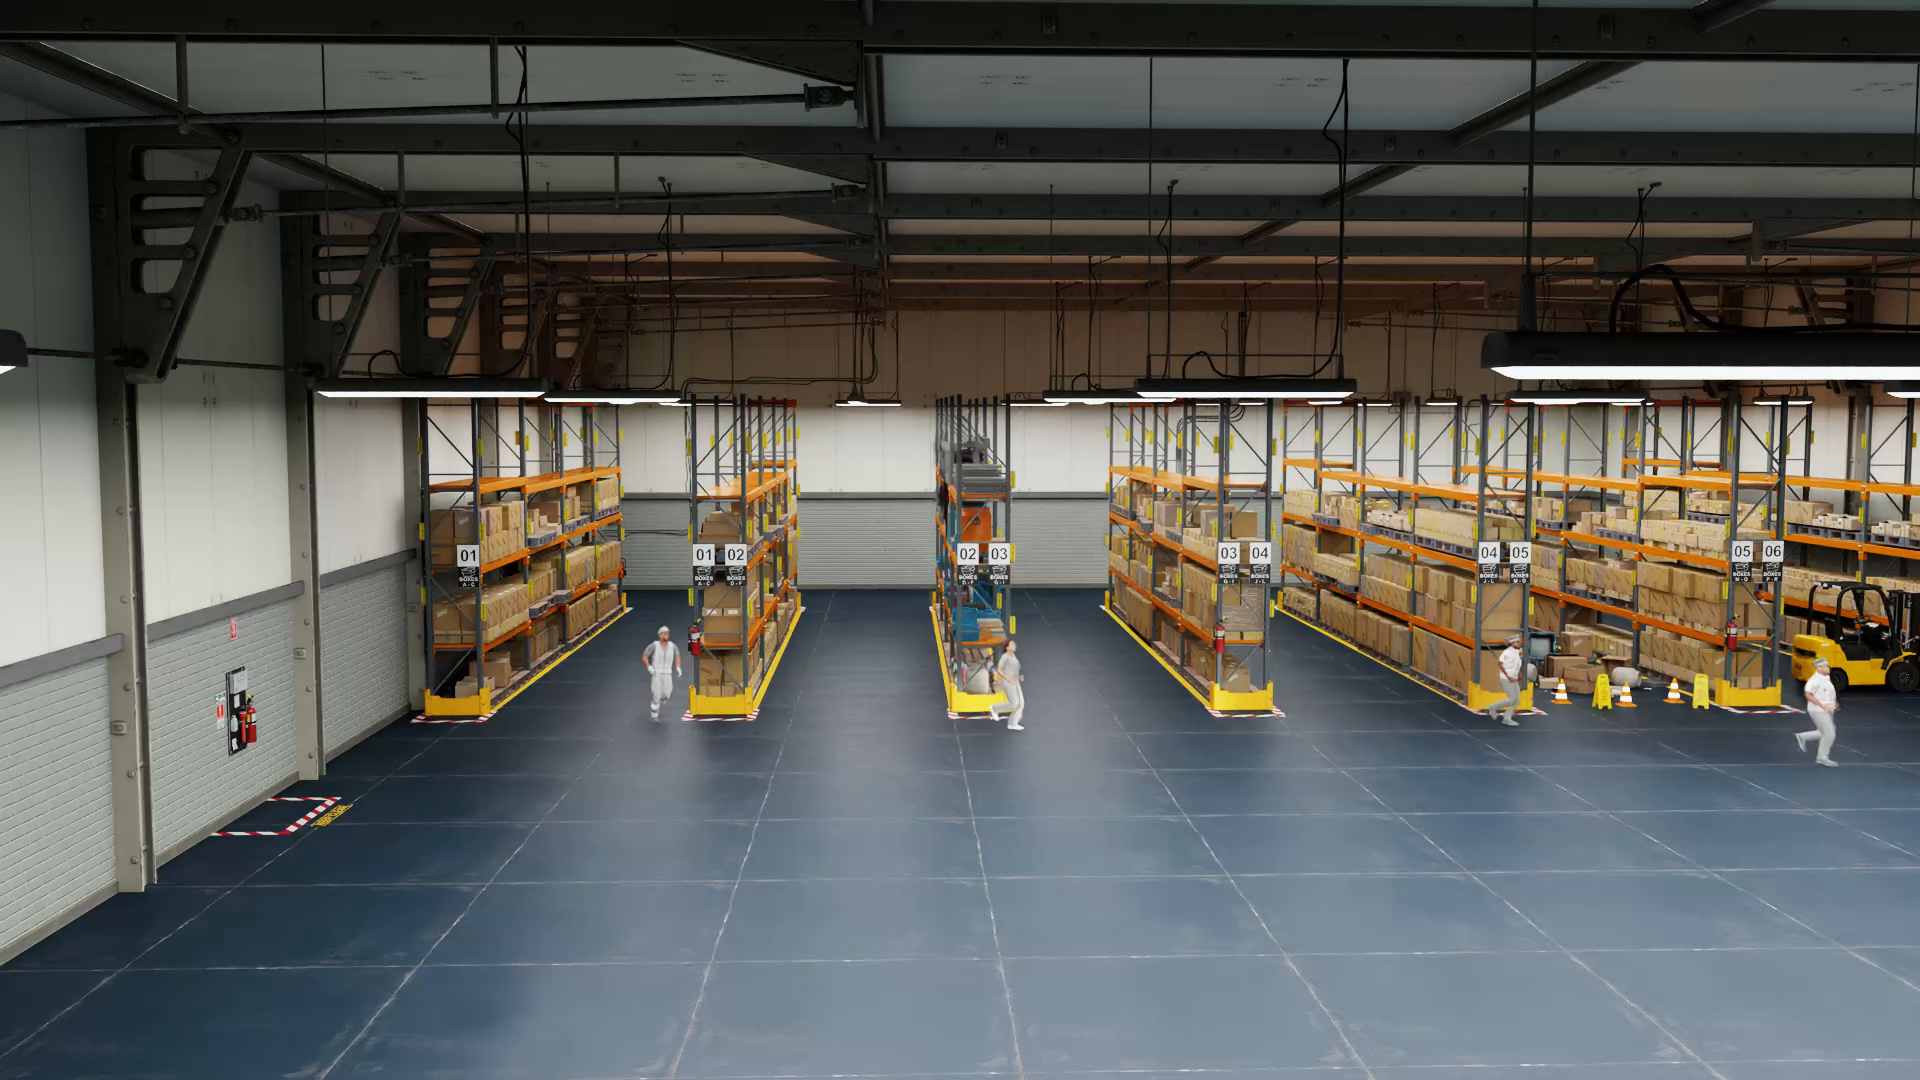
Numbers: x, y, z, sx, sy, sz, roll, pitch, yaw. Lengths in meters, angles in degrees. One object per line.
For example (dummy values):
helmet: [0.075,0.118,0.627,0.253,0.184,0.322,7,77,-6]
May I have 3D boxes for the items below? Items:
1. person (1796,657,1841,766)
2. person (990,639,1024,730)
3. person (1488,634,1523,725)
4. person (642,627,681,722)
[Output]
person: [13.867,2.751,26.873,0.656,1.754,0.664,4,6,43]
person: [0.863,2.572,29.755,0.645,1.629,0.569,3,5,32]
person: [9.947,2.522,30.283,0.529,1.657,0.623,4,6,38]
person: [-5.462,2.459,30.525,0.729,1.735,0.541,-2,5,-27]
